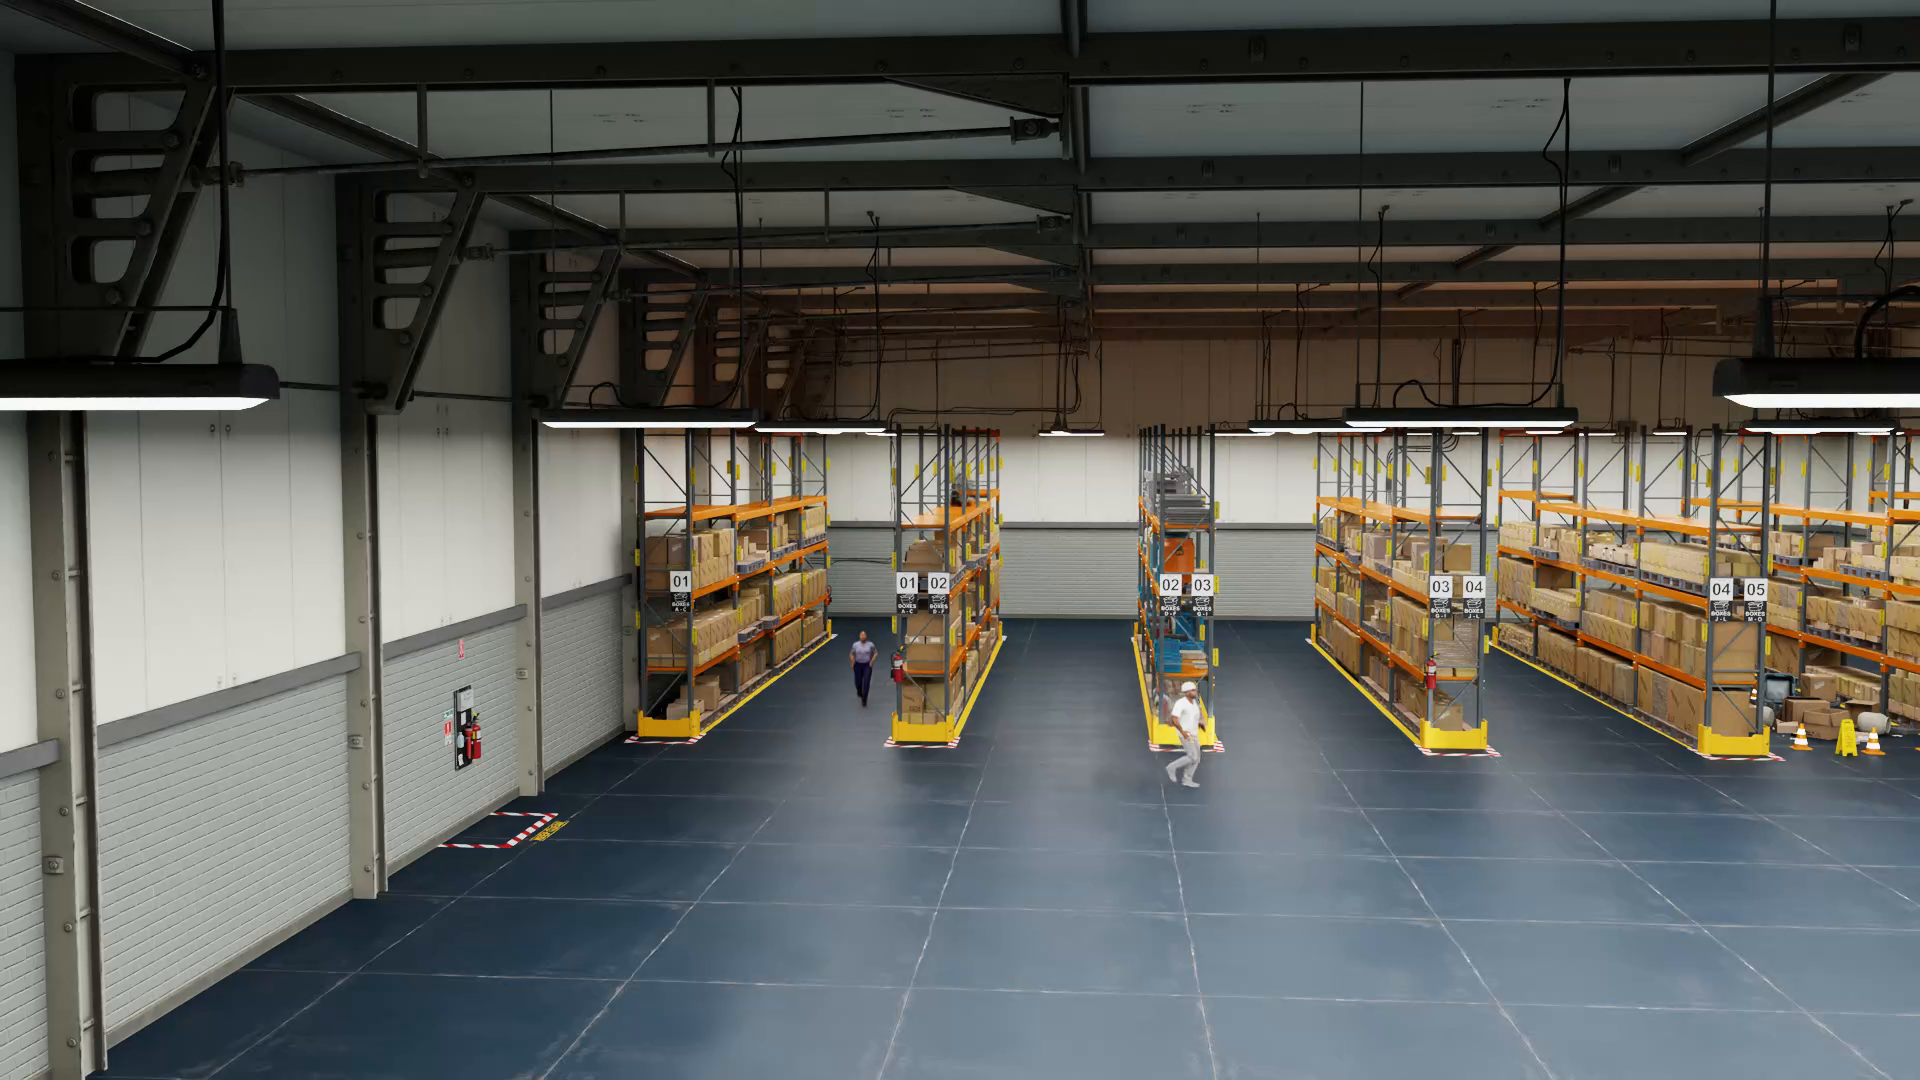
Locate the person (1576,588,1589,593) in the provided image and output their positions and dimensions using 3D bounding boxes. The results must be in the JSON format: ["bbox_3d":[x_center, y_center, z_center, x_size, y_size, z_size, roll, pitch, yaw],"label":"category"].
[{"bbox_3d":[17.699,1.978,47.255,0.935,1.778,0.718,0,3,3],"label":"person"}]

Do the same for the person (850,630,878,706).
[{"bbox_3d":[-2.078,2.749,35.869,0.609,1.606,0.584,0,3,-1],"label":"person"}]

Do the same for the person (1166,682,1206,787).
[{"bbox_3d":[3.718,3.193,27.407,0.577,1.737,0.719,2,4,31],"label":"person"}]
